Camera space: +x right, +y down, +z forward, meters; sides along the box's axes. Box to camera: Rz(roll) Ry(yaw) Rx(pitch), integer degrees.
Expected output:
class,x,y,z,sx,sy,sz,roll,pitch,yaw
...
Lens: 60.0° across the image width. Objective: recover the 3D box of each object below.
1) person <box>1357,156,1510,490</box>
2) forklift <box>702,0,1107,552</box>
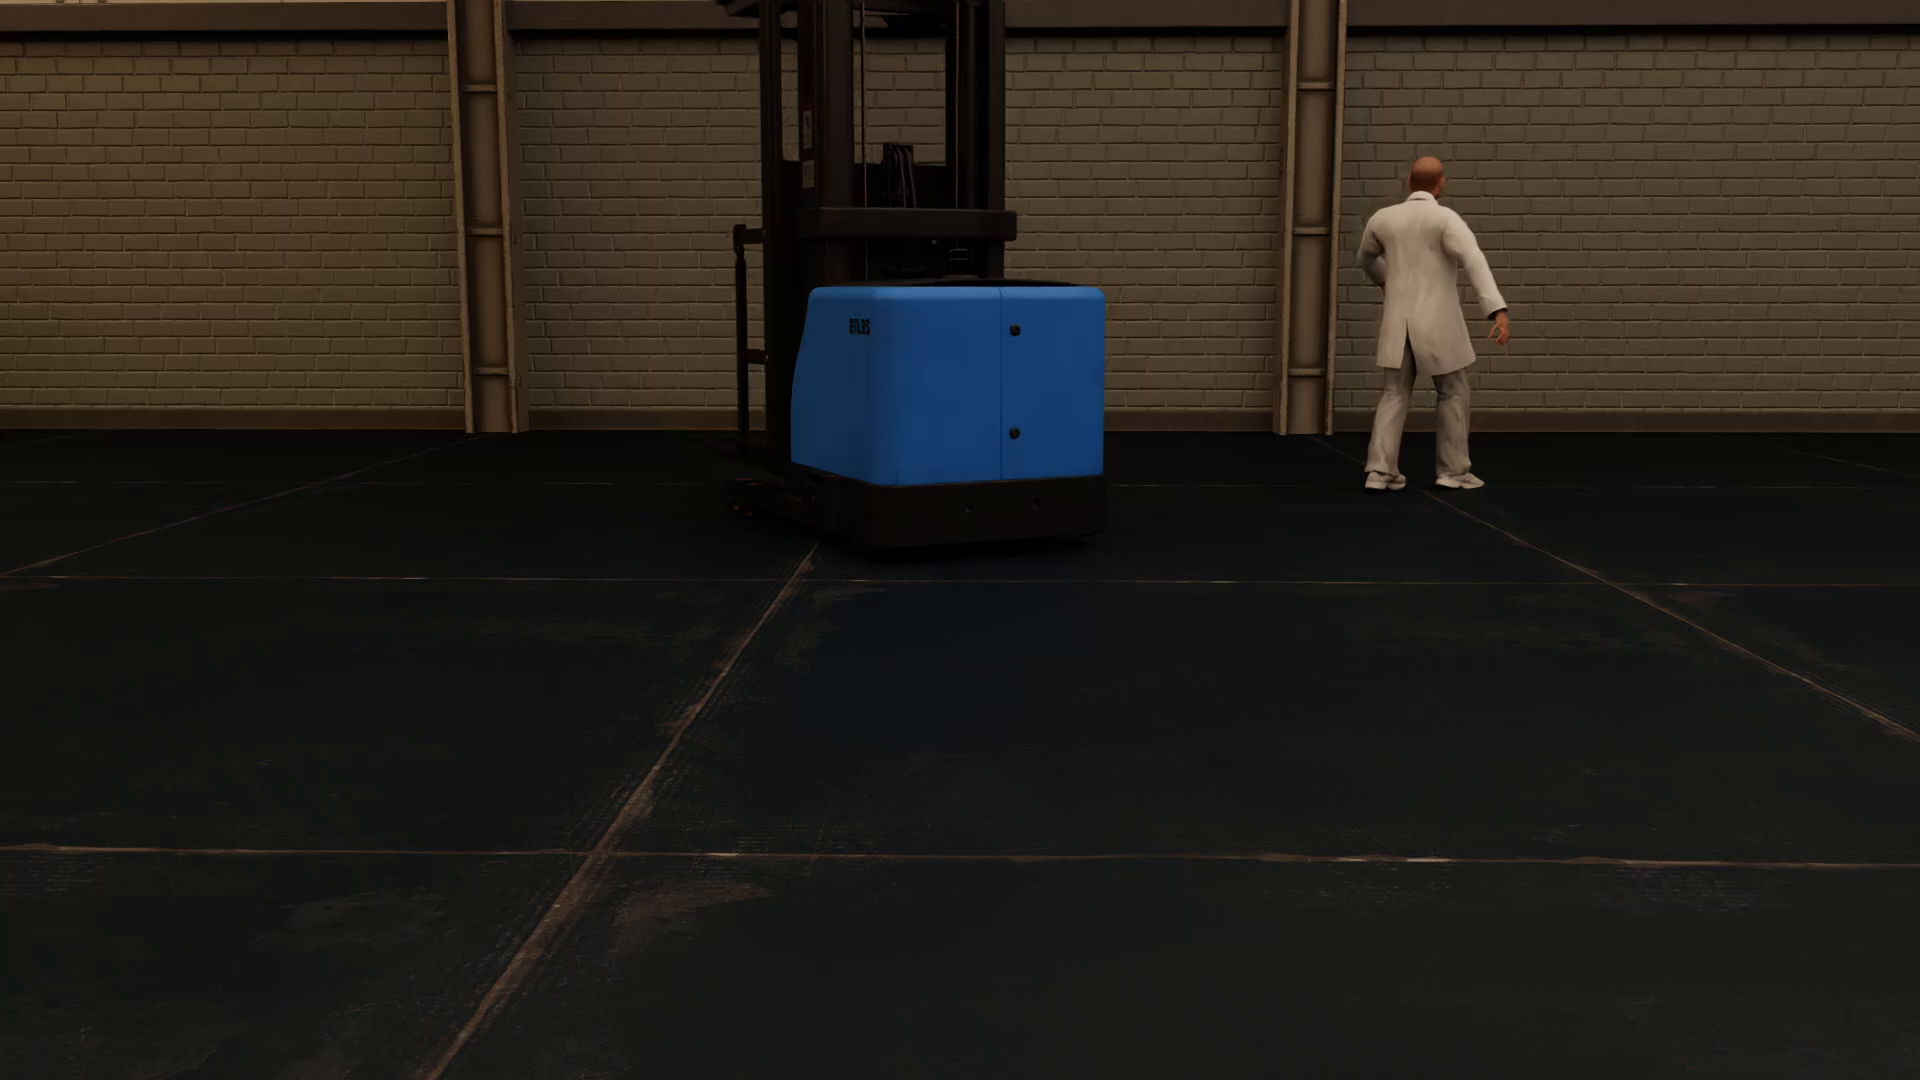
class,x,y,z,sx,sy,sz,roll,pitch,yaw
person,2.502,-1.123,8.781,1.032,1.765,0.796,8,12,44
forklift,-0.476,-1.583,7.784,1.130,2.935,3.031,-4,10,-25
